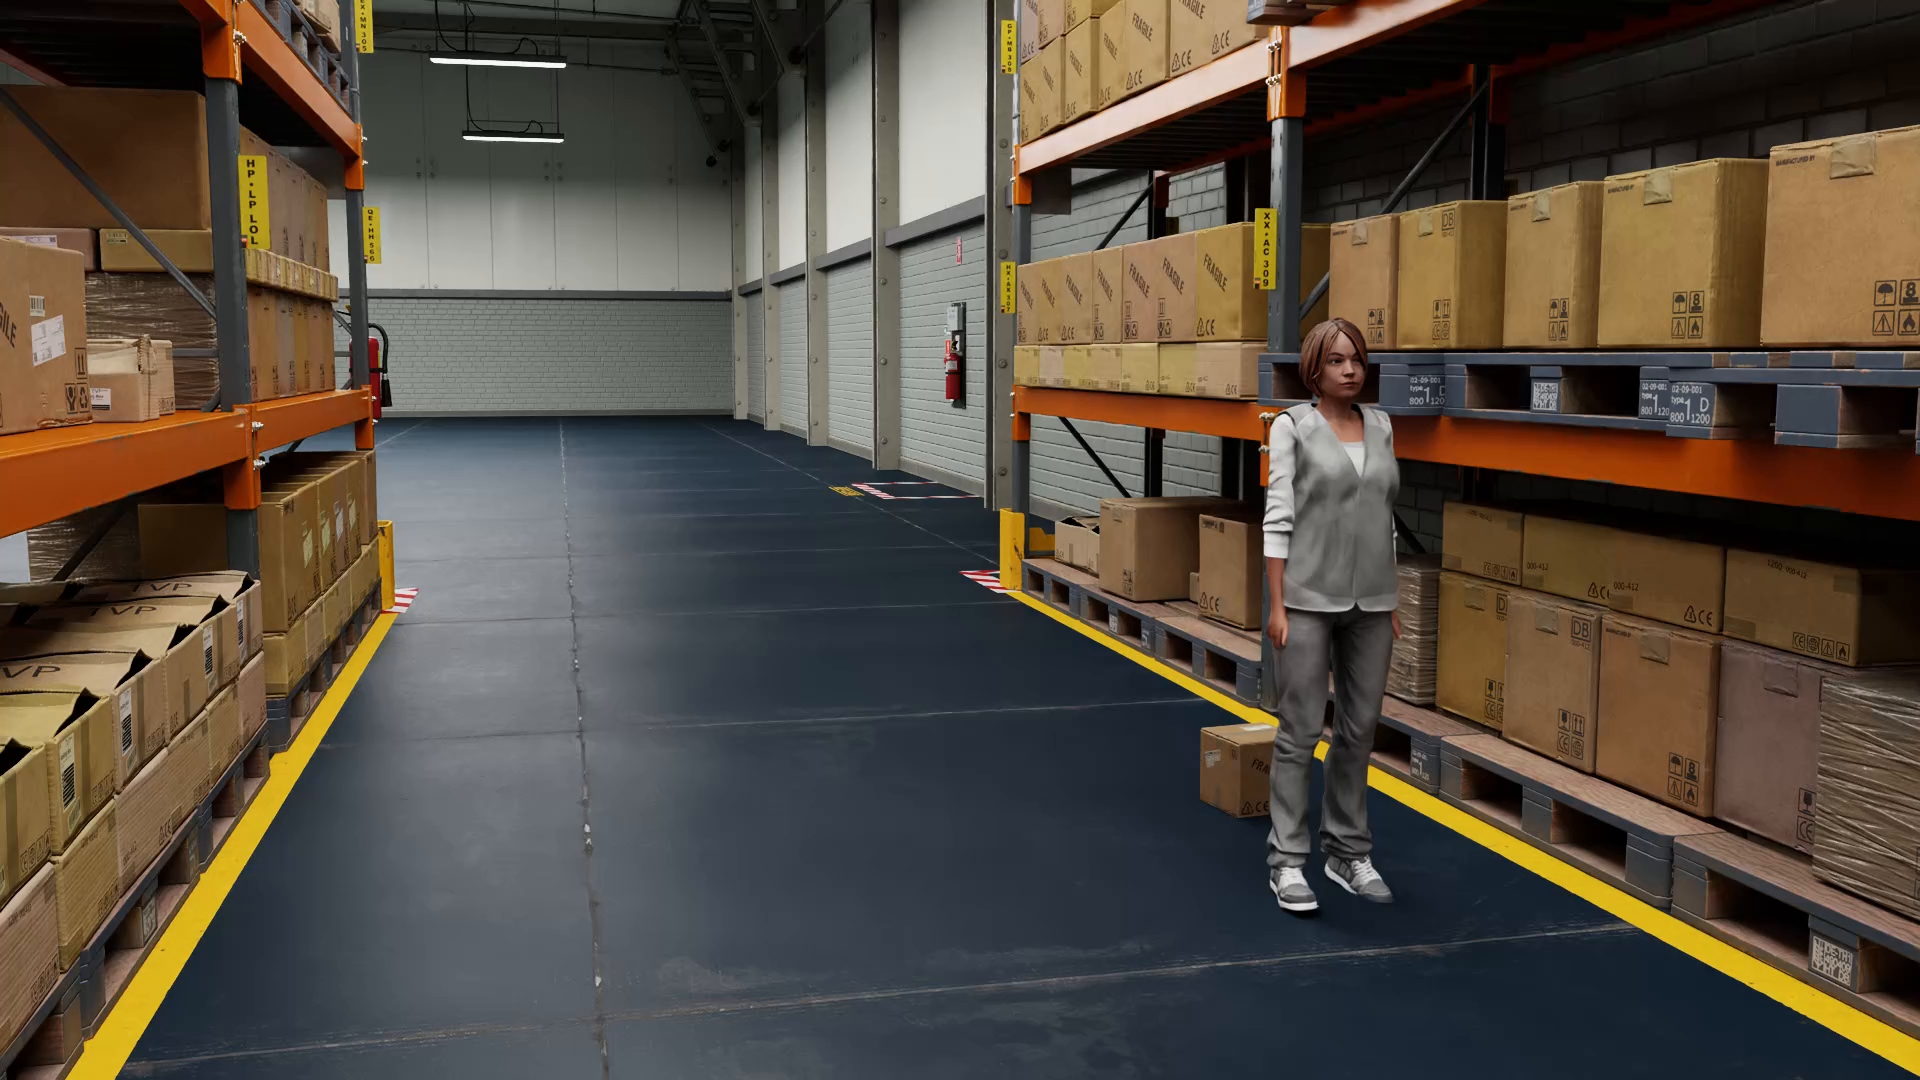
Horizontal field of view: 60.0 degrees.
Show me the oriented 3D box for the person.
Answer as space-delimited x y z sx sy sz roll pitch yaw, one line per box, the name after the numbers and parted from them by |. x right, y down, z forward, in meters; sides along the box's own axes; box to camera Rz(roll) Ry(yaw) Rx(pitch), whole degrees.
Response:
1.031 0.209 4.564 0.412 1.628 0.331 -2 7 -15 | person
